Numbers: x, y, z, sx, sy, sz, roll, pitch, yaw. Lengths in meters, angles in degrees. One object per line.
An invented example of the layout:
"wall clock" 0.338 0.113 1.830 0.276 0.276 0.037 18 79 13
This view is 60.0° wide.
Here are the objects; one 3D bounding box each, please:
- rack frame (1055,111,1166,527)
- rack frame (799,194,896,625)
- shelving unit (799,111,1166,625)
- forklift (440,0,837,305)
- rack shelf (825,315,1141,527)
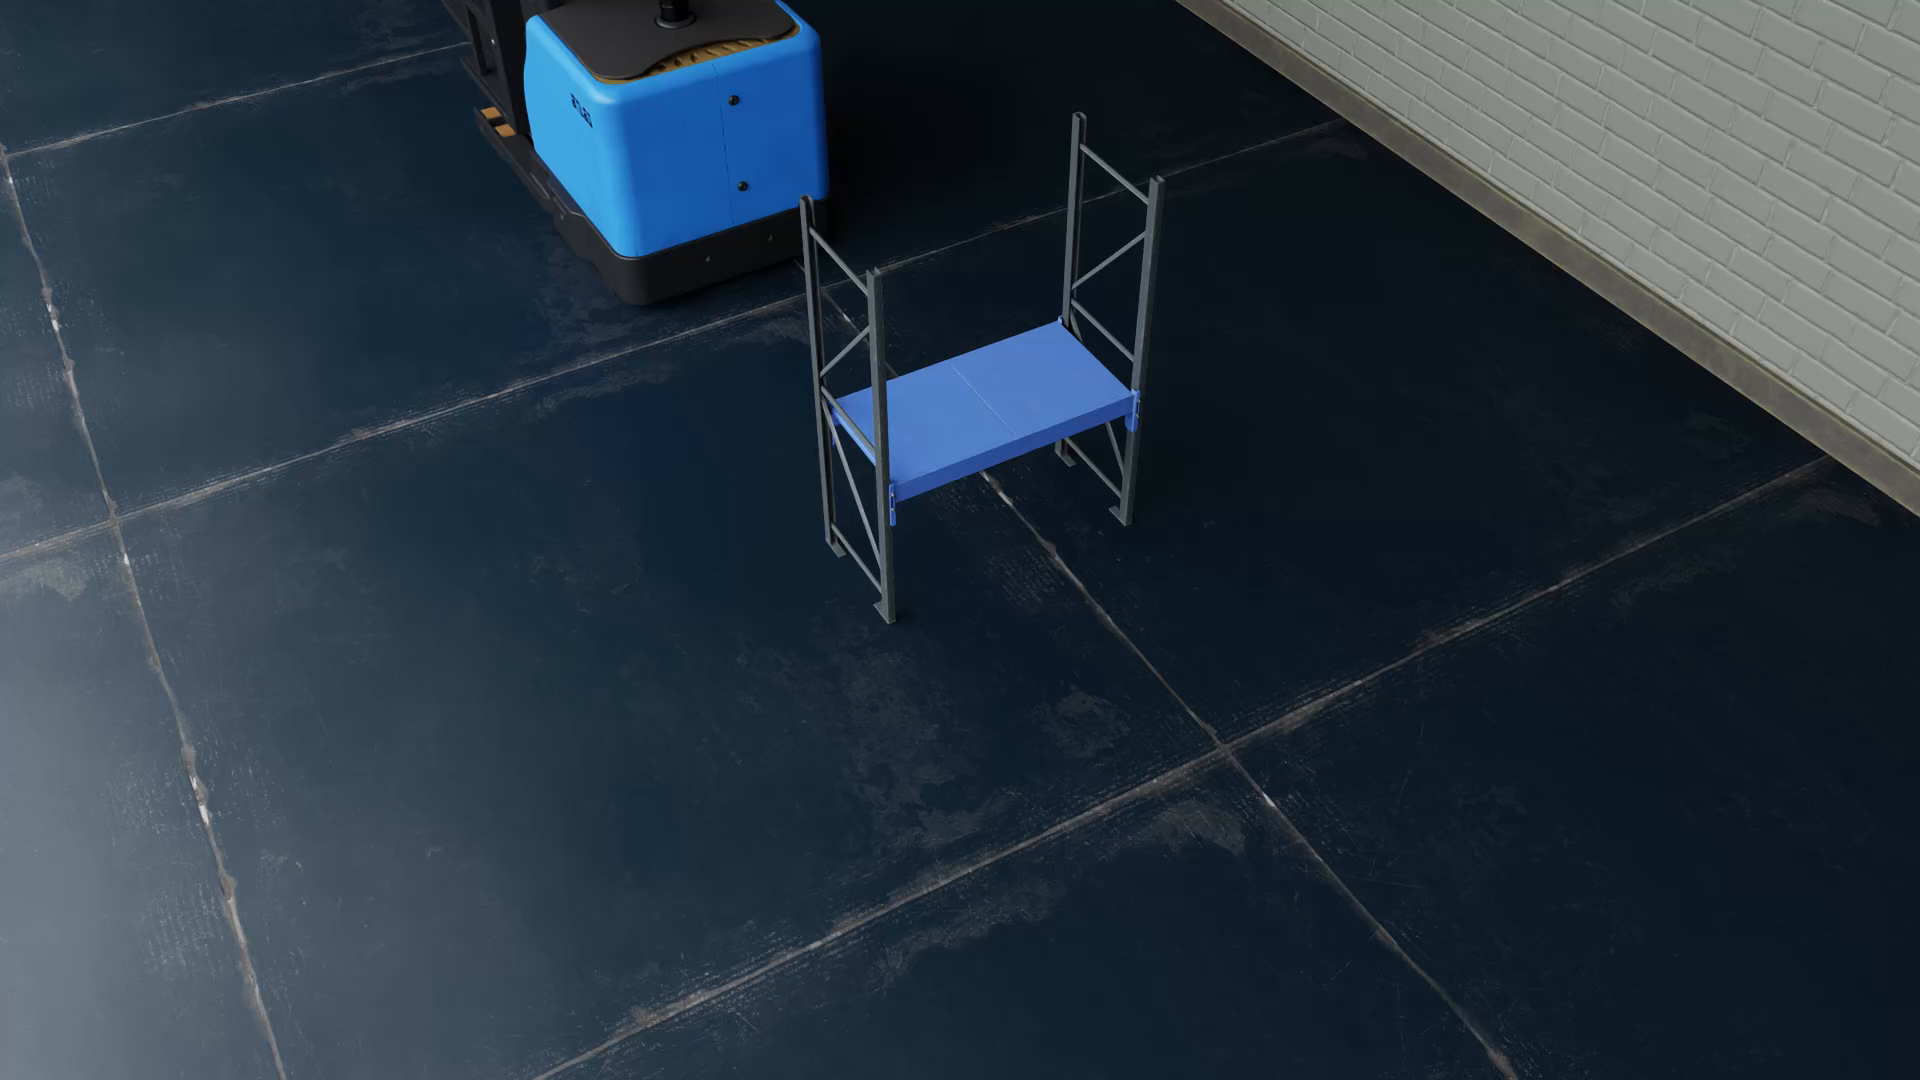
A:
"rack frame" 0.515 -0.744 5.940 0.032 1.500 0.500 -22 48 -21
"rack frame" -0.367 -0.391 5.576 0.032 1.500 0.500 -22 48 -21
"shelving unit" 0.074 -0.568 5.758 1.048 1.500 0.538 -22 48 -21
"forklift" -1.754 -3.078 7.317 1.130 2.935 3.031 -23 49 -22
"rack shelf" 0.074 -0.439 5.883 1.000 0.185 0.538 -22 48 -21
